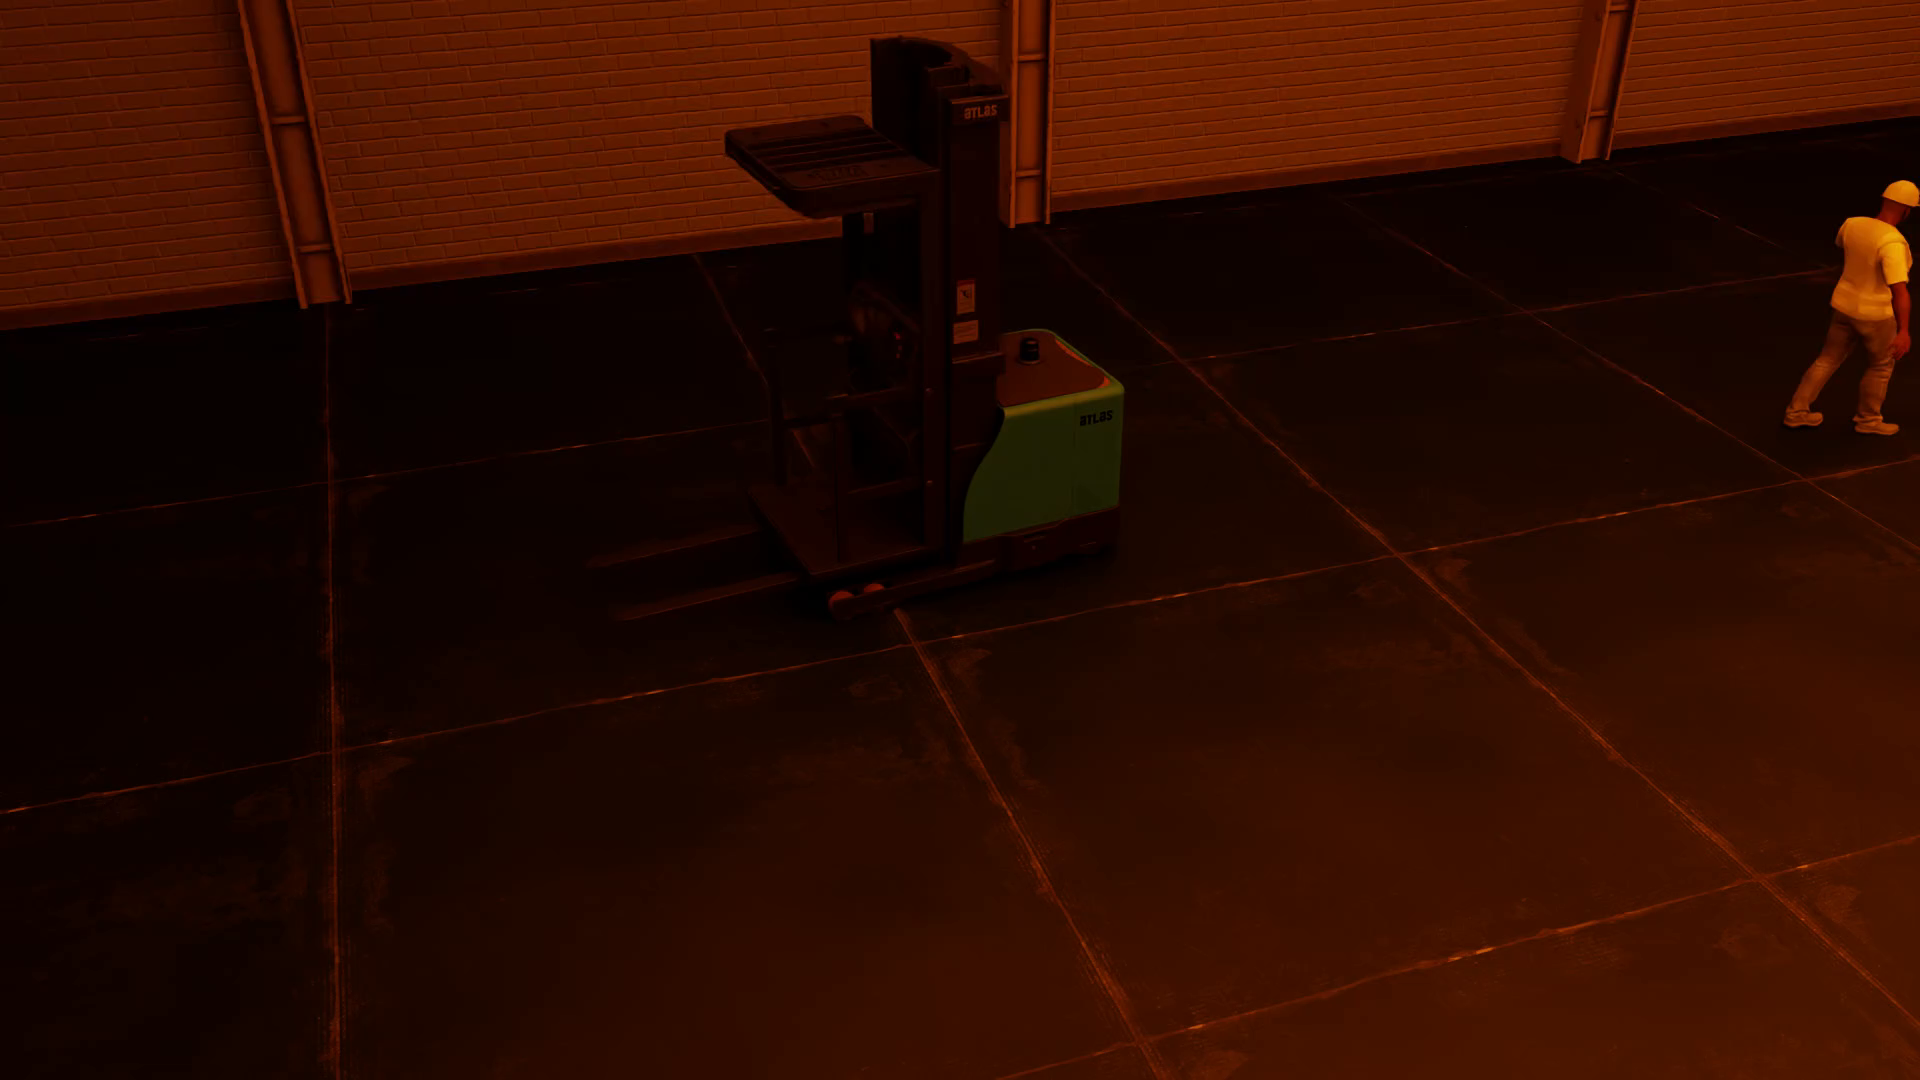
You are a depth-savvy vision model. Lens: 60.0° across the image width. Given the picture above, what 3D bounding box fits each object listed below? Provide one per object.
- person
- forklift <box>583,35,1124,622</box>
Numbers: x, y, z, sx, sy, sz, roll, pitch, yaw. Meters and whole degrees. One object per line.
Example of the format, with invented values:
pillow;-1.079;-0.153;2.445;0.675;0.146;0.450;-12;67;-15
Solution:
person;6.010;-1.502;10.905;0.758;1.742;1.025;-7;31;-12
forklift;-0.610;-1.118;9.031;3.031;2.935;1.130;-13;32;-22
